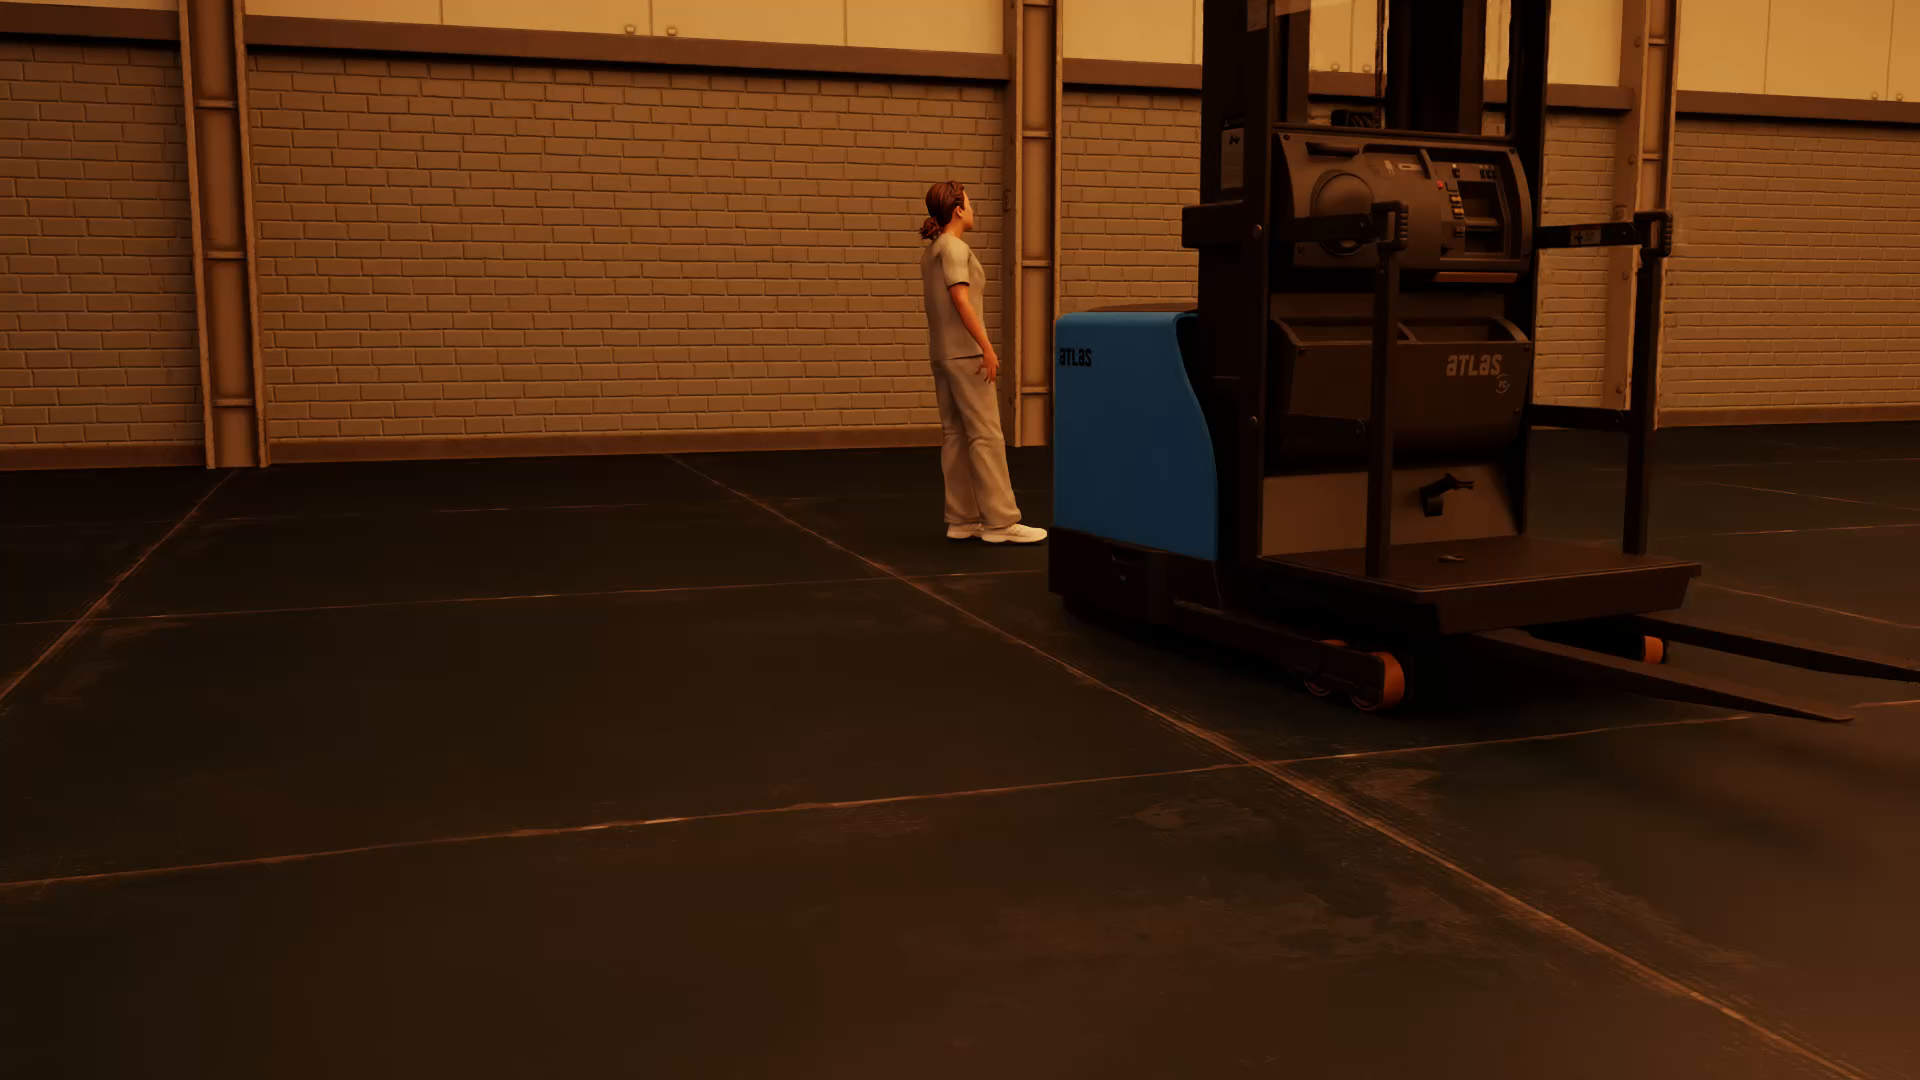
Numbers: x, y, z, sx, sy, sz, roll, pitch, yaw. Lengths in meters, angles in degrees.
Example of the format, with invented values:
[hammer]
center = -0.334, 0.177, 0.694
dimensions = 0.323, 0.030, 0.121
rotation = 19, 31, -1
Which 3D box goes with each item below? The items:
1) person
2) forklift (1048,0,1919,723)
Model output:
[person]
center = 0.082, -0.839, 7.823
dimensions = 0.532, 1.673, 0.549
rotation = -3, 8, -18
[forklift]
center = 1.444, -1.055, 4.807
dimensions = 1.130, 2.935, 3.031
rotation = -4, 9, -27
